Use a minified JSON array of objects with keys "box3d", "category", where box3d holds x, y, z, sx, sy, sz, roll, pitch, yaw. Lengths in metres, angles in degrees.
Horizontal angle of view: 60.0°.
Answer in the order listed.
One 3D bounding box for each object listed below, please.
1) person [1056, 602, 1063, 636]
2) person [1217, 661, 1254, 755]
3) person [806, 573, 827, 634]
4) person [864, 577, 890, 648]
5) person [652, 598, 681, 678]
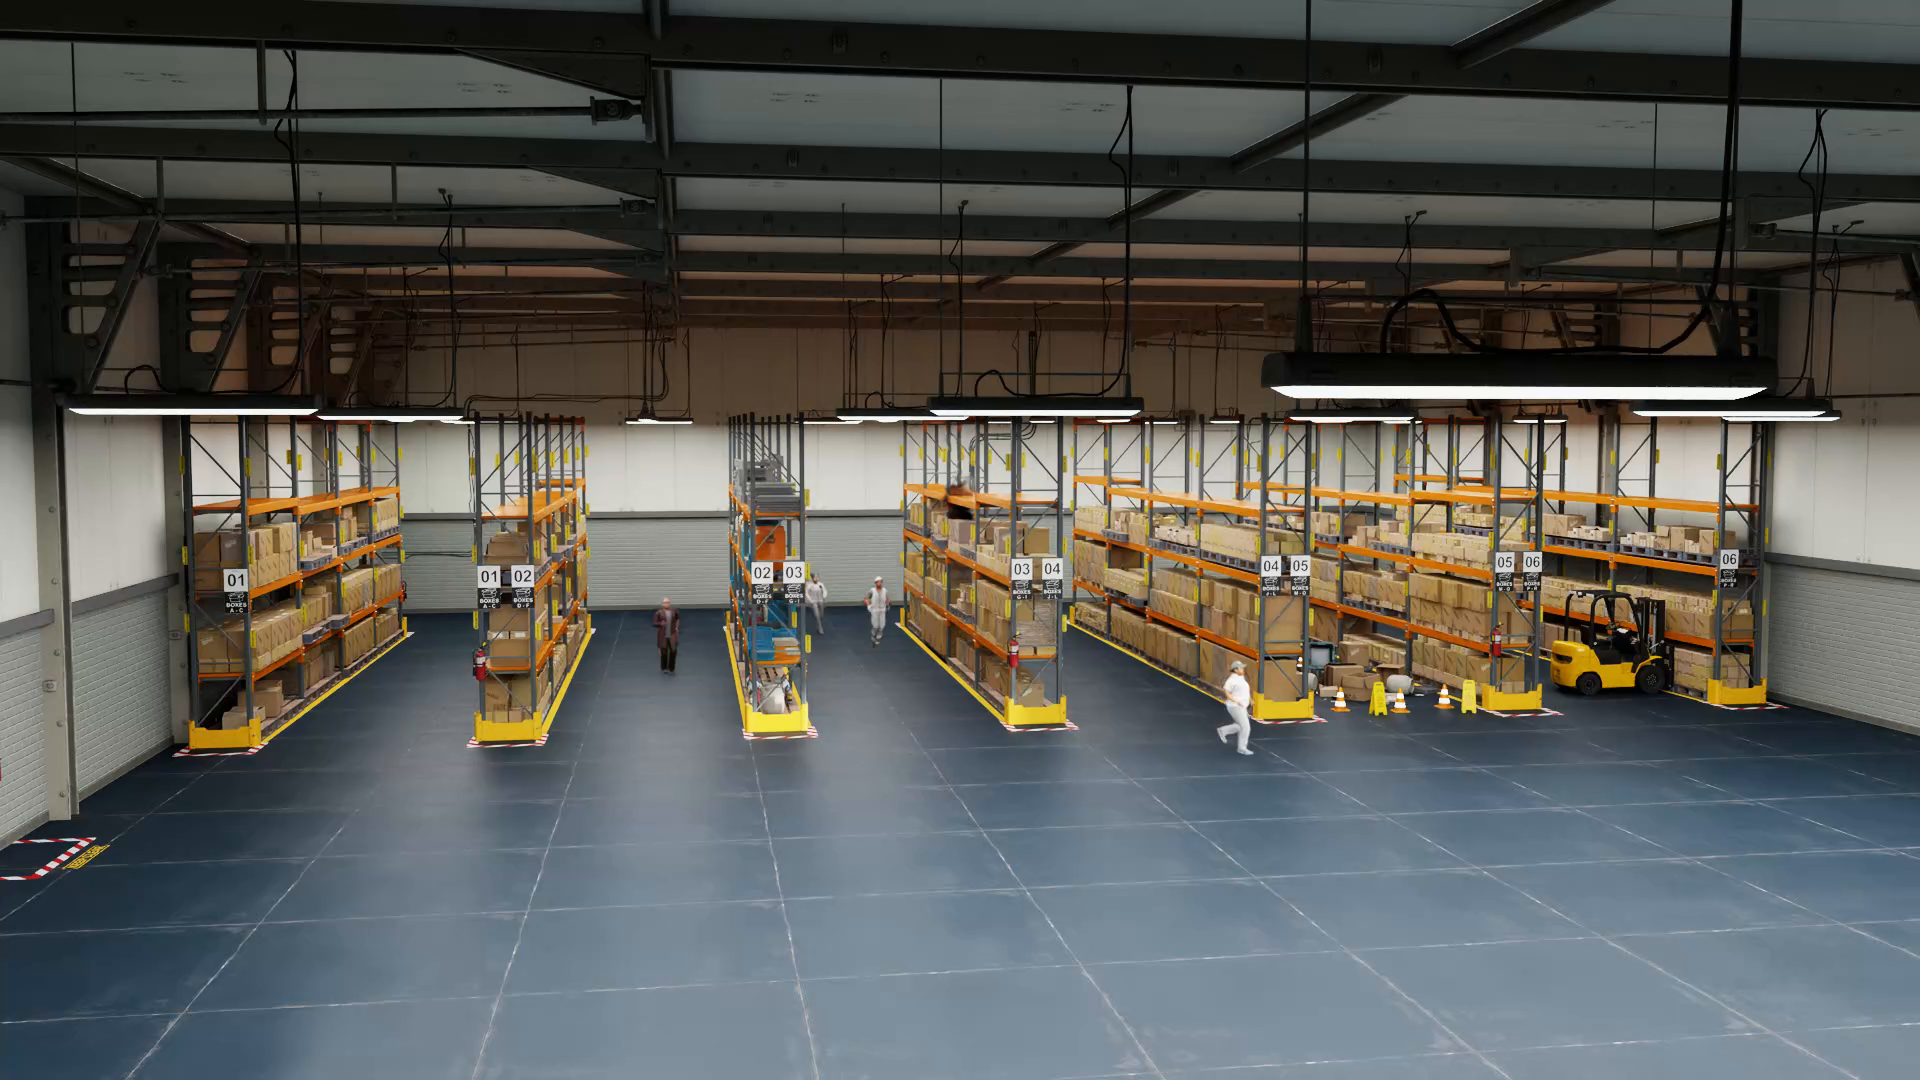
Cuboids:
[{"box3d":[2.520,1.792,44.815,0.648,1.759,0.640,-1,4,-11],"category":"person"},{"box3d":[4.828,2.936,29.216,0.694,1.644,0.607,2,4,27],"category":"person"},{"box3d":[-4.009,1.750,46.269,0.629,1.694,0.795,-1,4,-21],"category":"person"},{"box3d":[-1.995,1.786,40.804,0.634,1.767,0.544,-1,4,-18],"category":"person"},{"box3d":[-6.703,2.248,38.117,0.685,1.826,0.776,-1,4,-18],"category":"person"}]
